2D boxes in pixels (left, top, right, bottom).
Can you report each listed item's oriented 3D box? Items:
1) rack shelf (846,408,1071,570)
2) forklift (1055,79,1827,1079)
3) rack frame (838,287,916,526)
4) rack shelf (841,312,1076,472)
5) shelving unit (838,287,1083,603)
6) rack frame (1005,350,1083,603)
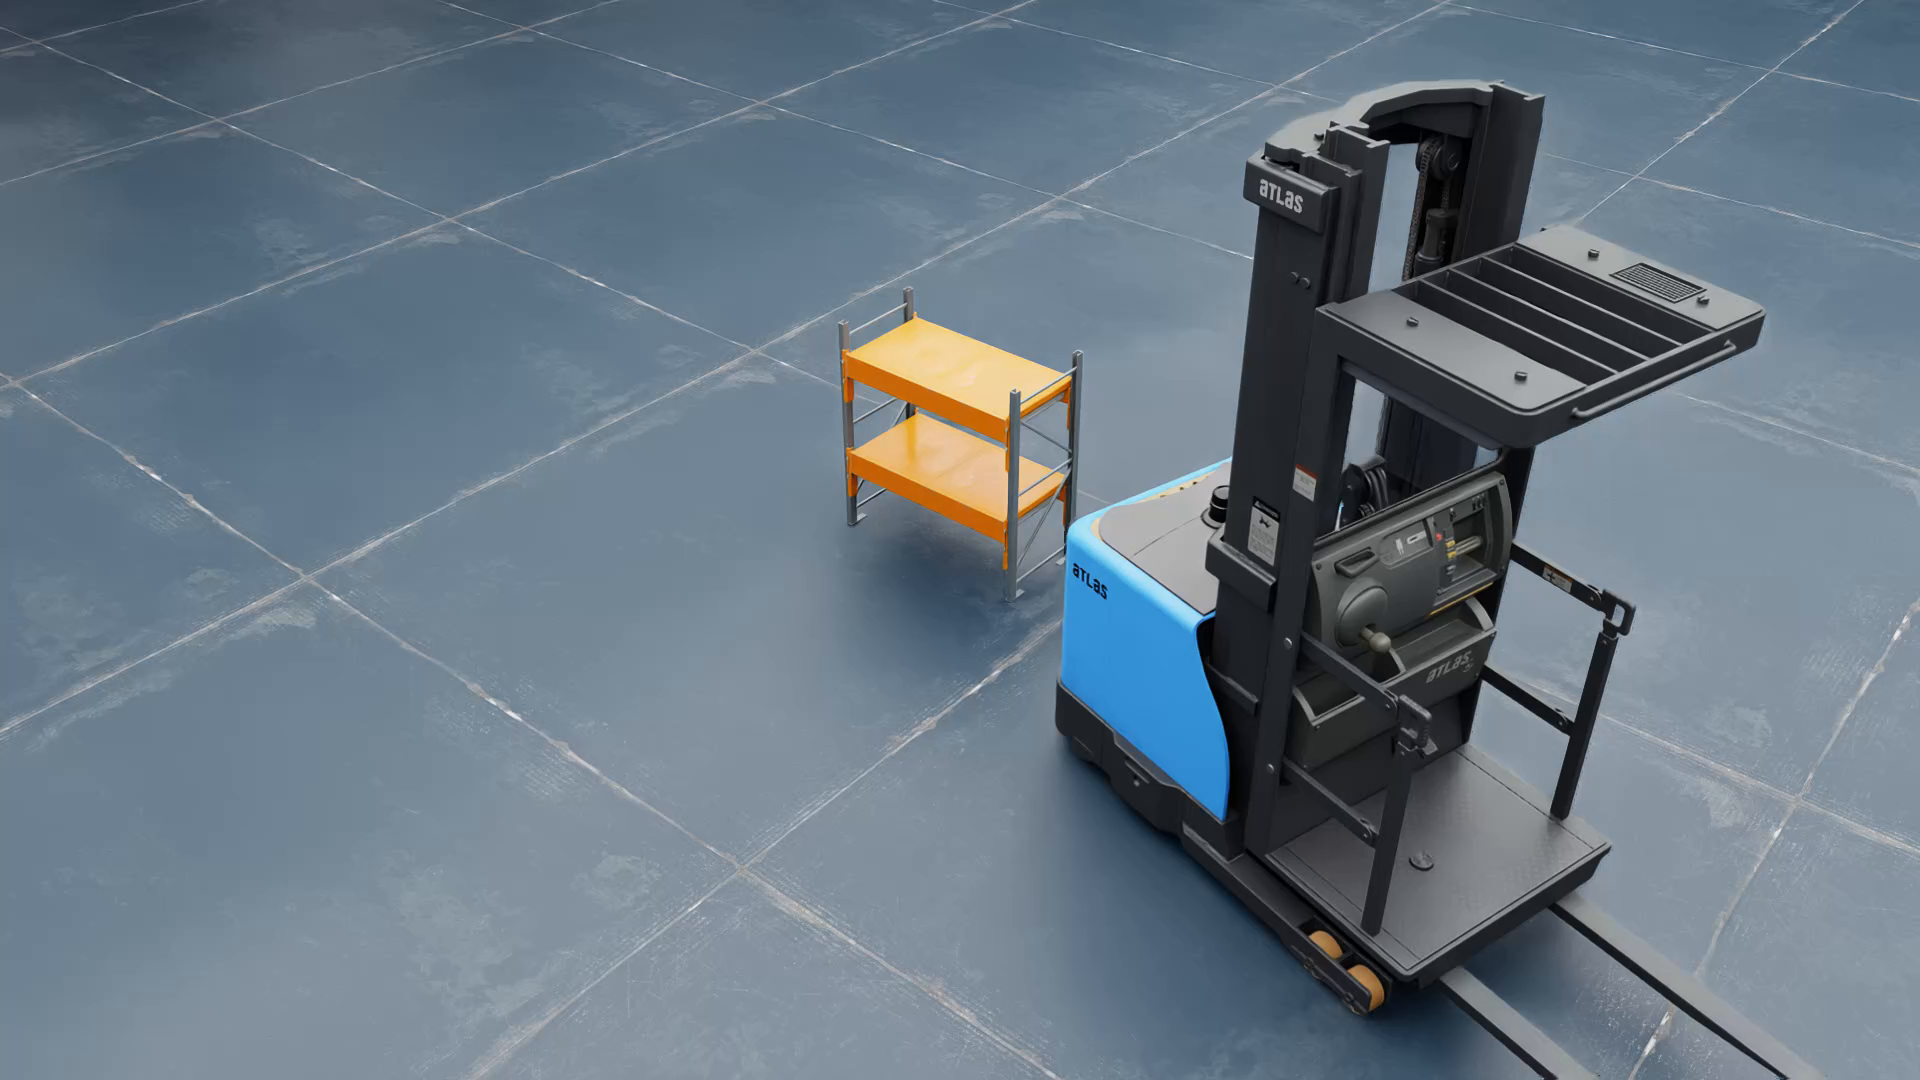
[{"bbox_3d":[-0.005,-0.265,8.074,1.000,0.278,0.538,25,42,32],"label":"rack shelf"},{"bbox_3d":[1.653,0.139,5.459,1.130,2.935,3.031,-21,40,-28],"label":"forklift"},{"bbox_3d":[-0.396,-0.650,8.203,0.032,1.125,0.500,25,42,32],"label":"rack frame"},{"bbox_3d":[-0.005,-0.707,7.769,1.000,0.278,0.538,25,42,32],"label":"rack shelf"},{"bbox_3d":[-0.005,-0.466,7.935,1.048,1.125,0.538,25,42,32],"label":"shelving unit"},{"bbox_3d":[0.385,-0.282,7.667,0.032,1.125,0.500,25,42,32],"label":"rack frame"}]
